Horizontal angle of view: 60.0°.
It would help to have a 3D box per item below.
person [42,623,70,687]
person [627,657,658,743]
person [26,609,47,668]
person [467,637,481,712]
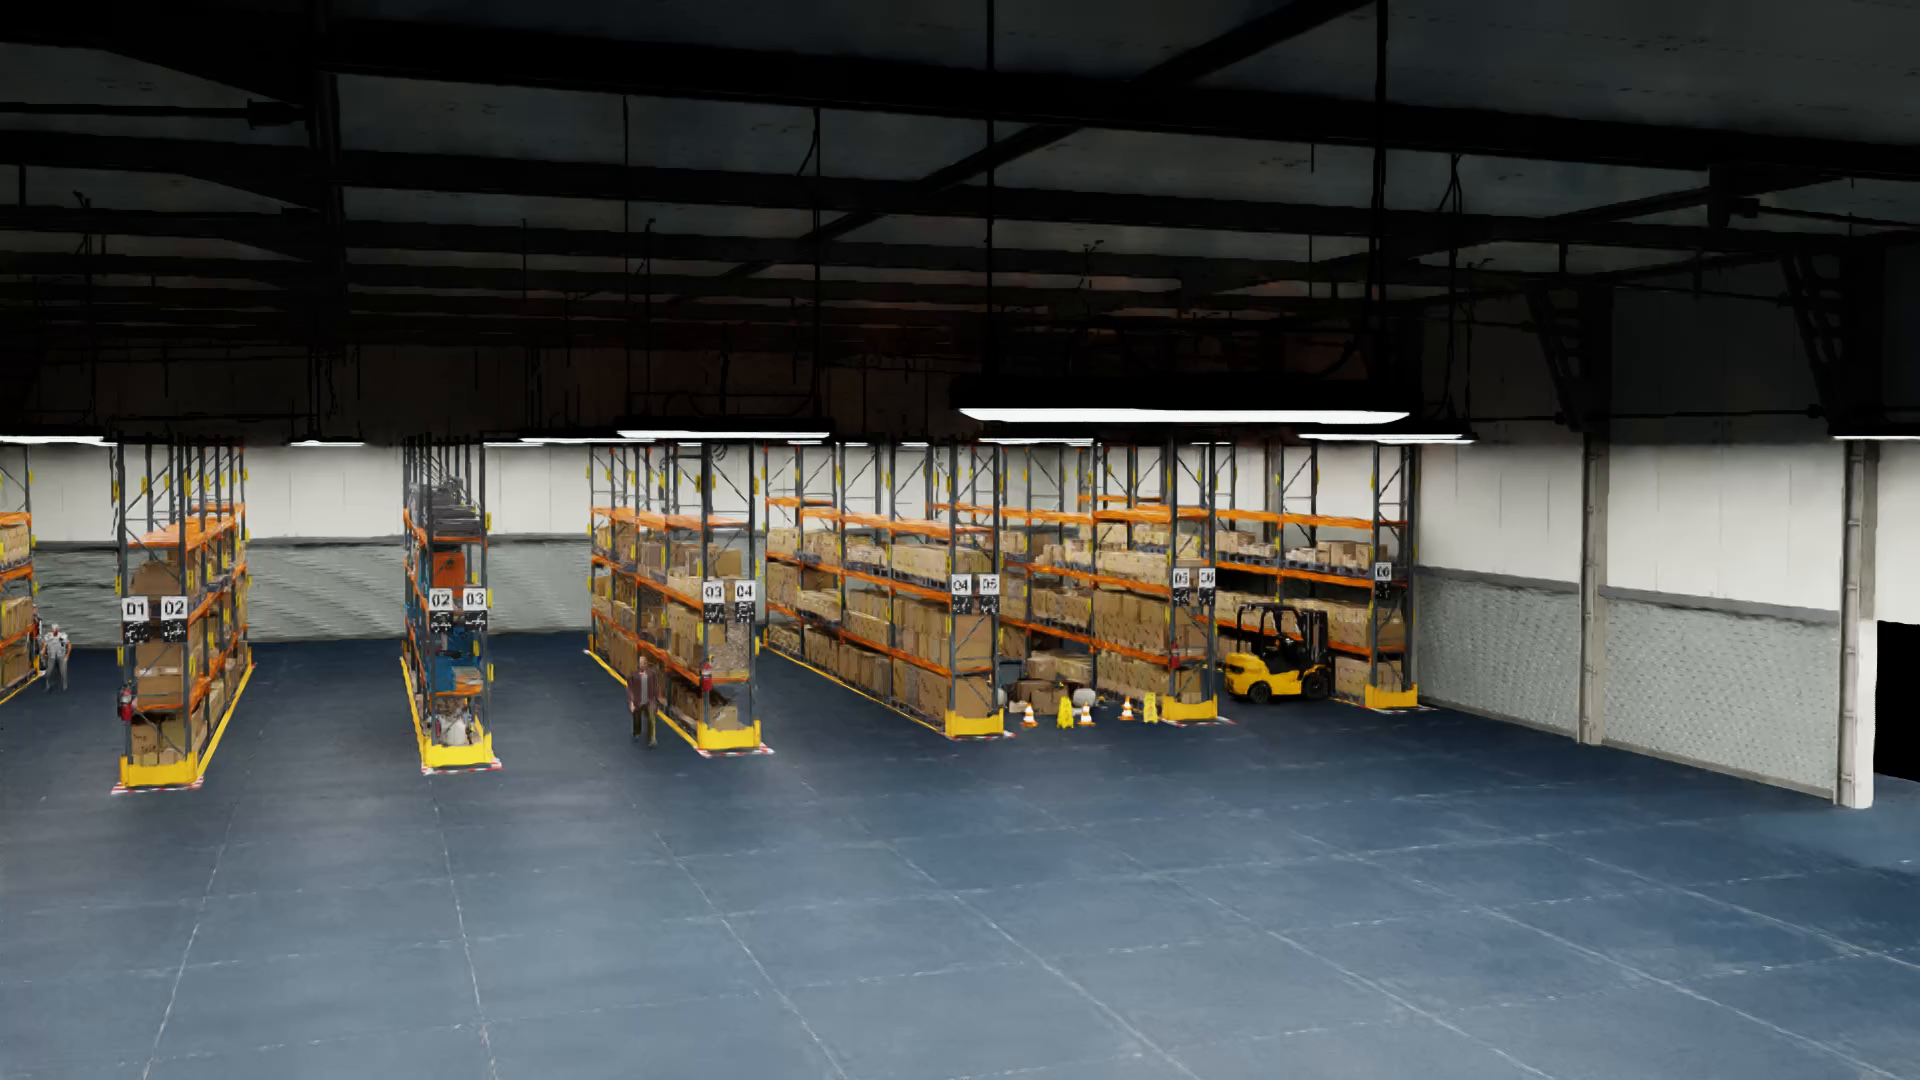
[{"bbox_3d":[-21.324,2.719,39.225,0.583,1.545,0.568,-1,3,-22],"label":"person"},{"bbox_3d":[-6.119,3.054,32.028,0.598,1.651,1.013,-1,3,-18],"label":"person"},{"bbox_3d":[-23.889,2.507,42.980,0.549,1.645,0.682,1,3,16],"label":"person"},{"bbox_3d":[-10.566,2.872,36.126,0.370,1.663,0.605,-2,4,-29],"label":"person"}]
